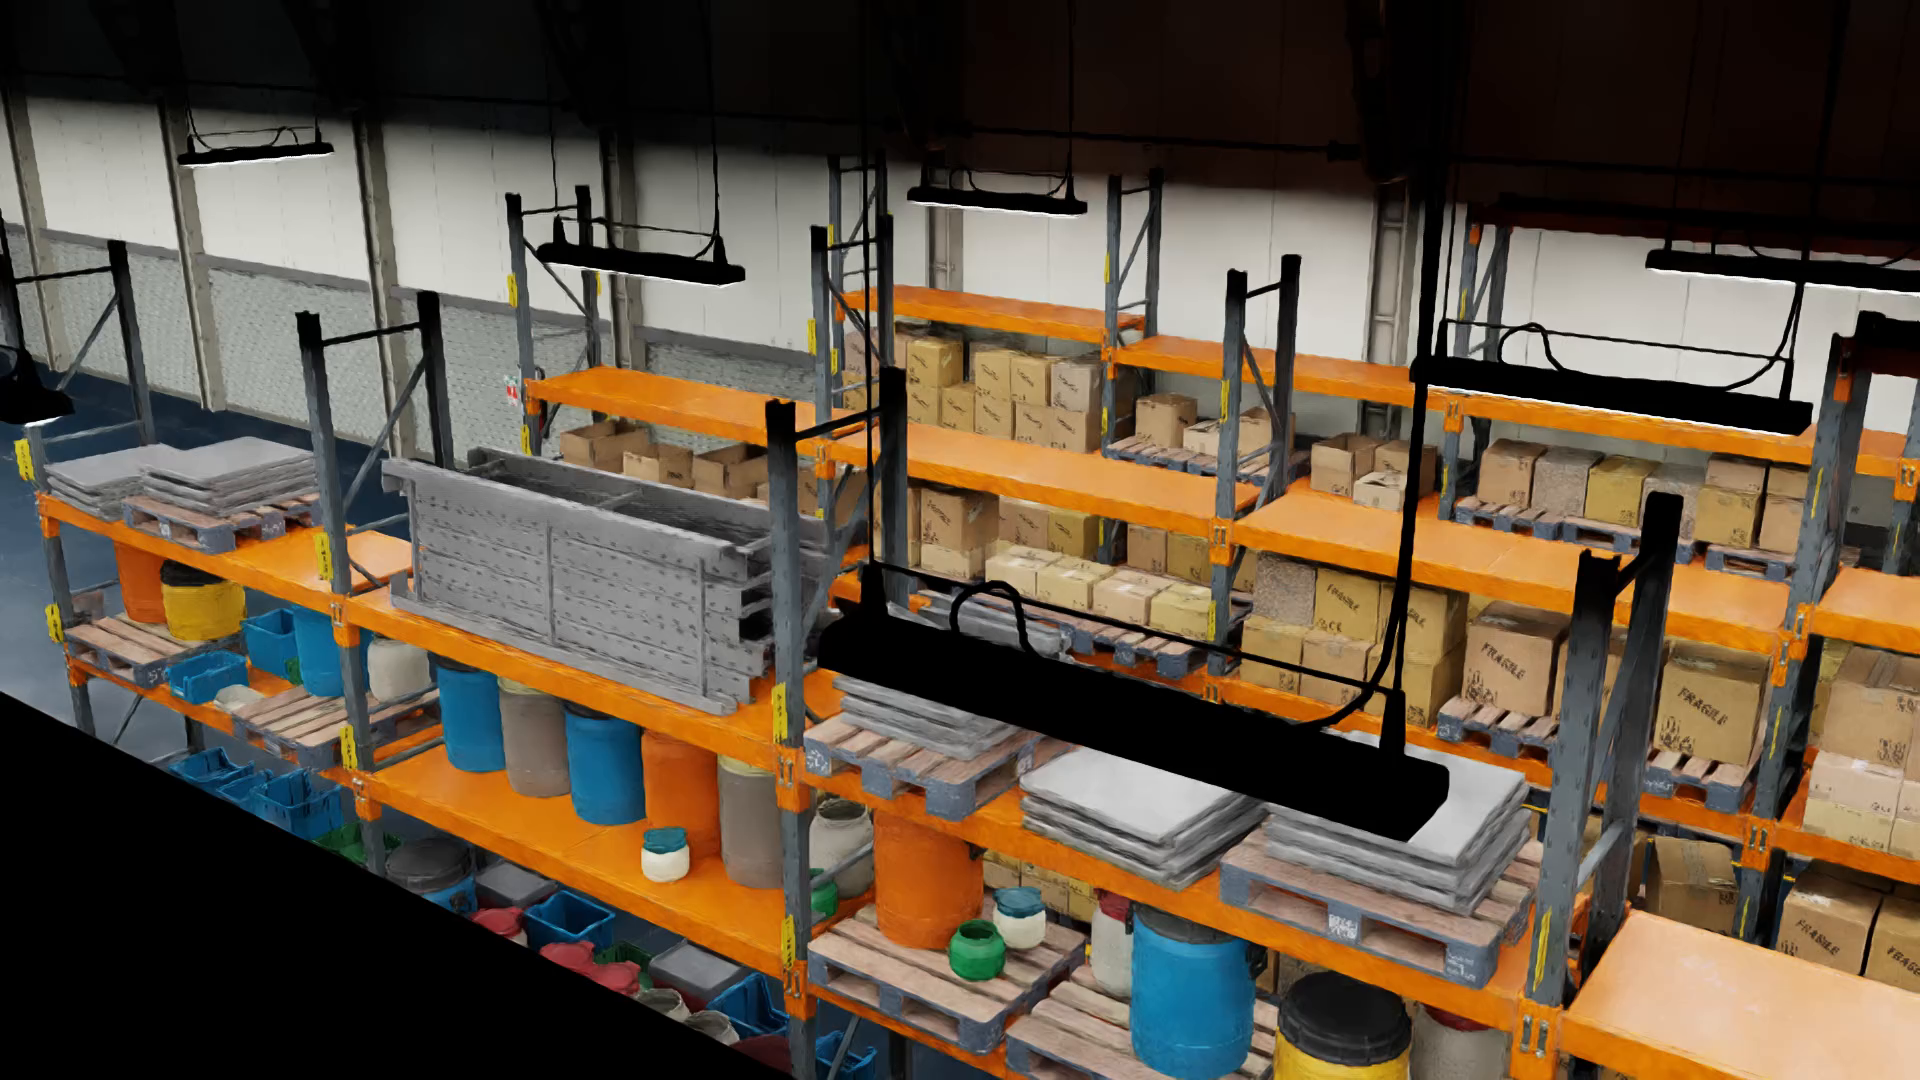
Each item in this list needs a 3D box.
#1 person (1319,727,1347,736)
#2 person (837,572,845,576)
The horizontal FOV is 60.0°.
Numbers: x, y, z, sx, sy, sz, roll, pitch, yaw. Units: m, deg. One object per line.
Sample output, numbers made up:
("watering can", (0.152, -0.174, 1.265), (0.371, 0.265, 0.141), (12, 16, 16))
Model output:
("person", (3.670, 2.169, 16.091), (0.498, 1.632, 0.639), (12, 22, 32))
("person", (-1.518, 0.835, 19.894), (0.751, 1.728, 0.691), (5, 19, 14))
